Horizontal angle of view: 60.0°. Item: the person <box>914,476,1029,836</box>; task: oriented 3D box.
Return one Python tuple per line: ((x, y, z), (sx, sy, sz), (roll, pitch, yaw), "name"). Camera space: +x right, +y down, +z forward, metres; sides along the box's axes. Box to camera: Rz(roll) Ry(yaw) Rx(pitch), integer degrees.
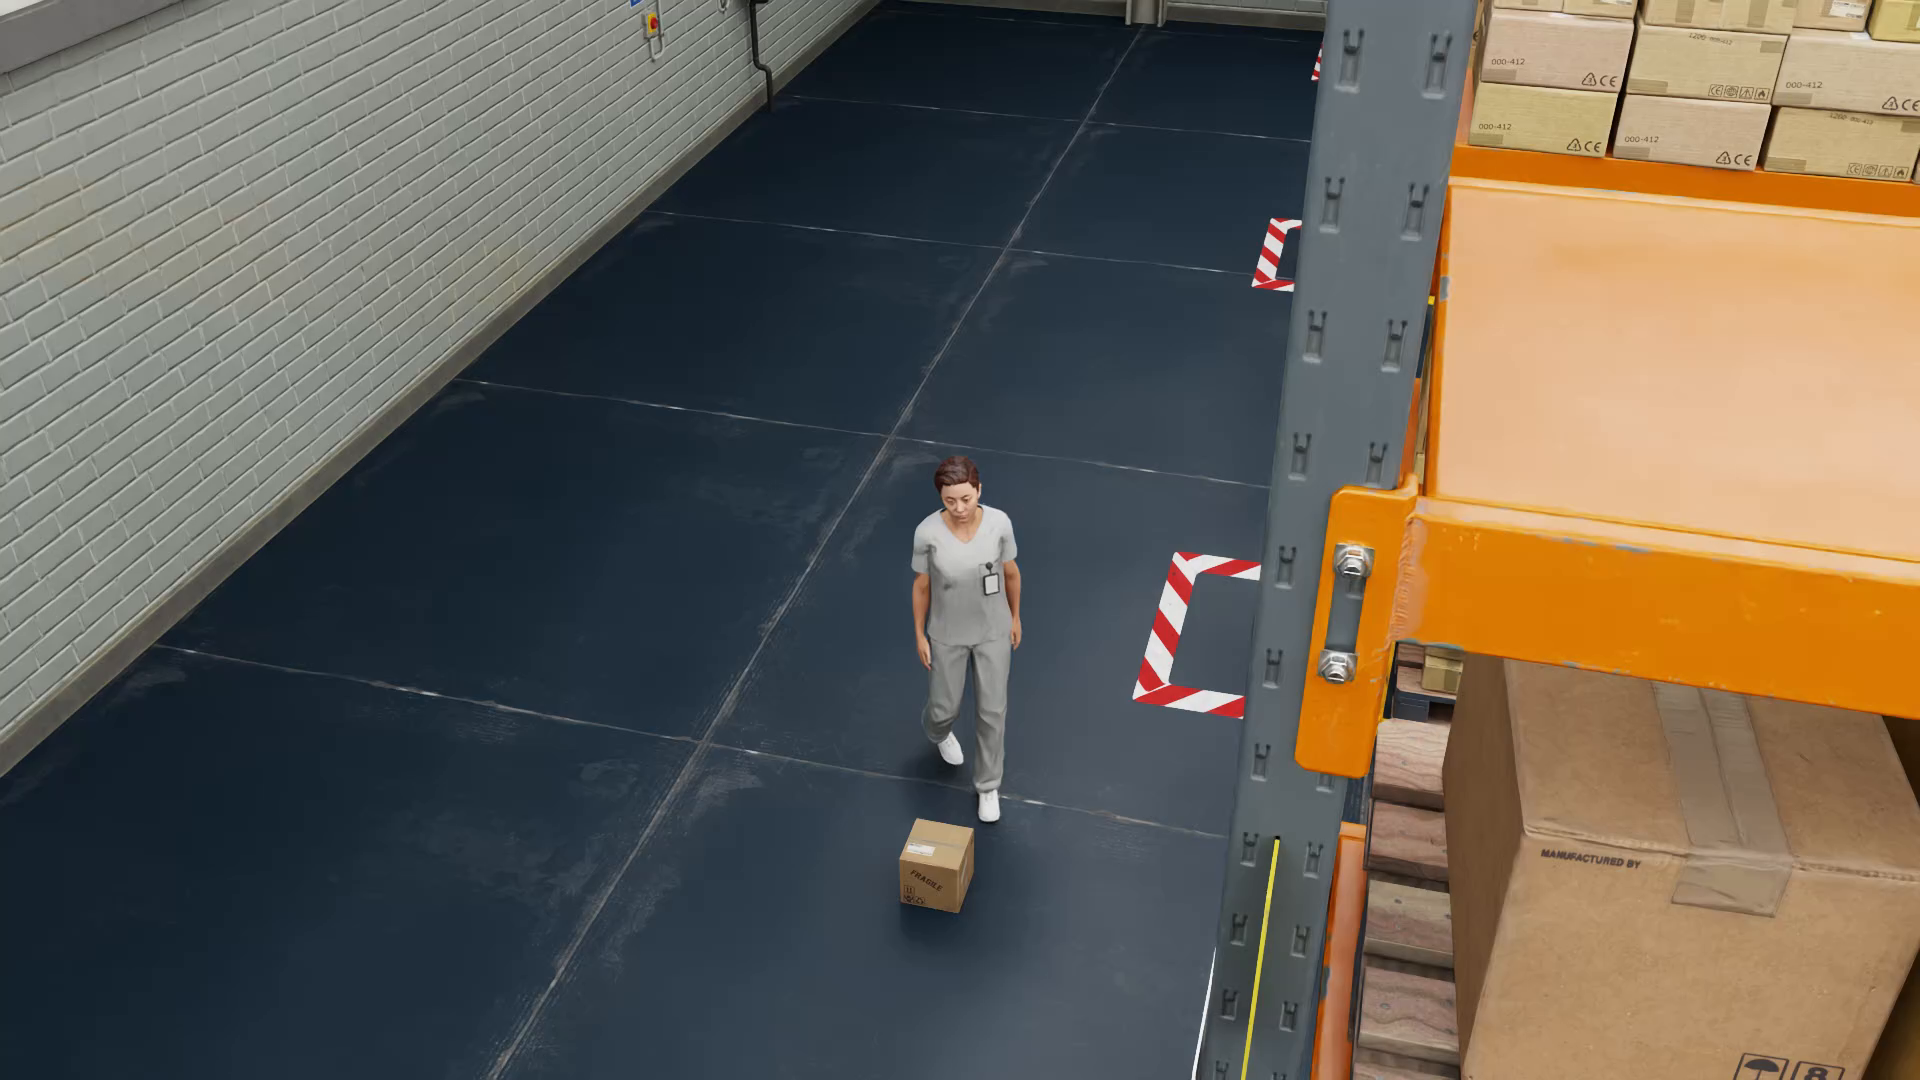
((0.047, 0.507, 6.886), (0.475, 1.703, 0.416), (2, 33, 3), "person")
